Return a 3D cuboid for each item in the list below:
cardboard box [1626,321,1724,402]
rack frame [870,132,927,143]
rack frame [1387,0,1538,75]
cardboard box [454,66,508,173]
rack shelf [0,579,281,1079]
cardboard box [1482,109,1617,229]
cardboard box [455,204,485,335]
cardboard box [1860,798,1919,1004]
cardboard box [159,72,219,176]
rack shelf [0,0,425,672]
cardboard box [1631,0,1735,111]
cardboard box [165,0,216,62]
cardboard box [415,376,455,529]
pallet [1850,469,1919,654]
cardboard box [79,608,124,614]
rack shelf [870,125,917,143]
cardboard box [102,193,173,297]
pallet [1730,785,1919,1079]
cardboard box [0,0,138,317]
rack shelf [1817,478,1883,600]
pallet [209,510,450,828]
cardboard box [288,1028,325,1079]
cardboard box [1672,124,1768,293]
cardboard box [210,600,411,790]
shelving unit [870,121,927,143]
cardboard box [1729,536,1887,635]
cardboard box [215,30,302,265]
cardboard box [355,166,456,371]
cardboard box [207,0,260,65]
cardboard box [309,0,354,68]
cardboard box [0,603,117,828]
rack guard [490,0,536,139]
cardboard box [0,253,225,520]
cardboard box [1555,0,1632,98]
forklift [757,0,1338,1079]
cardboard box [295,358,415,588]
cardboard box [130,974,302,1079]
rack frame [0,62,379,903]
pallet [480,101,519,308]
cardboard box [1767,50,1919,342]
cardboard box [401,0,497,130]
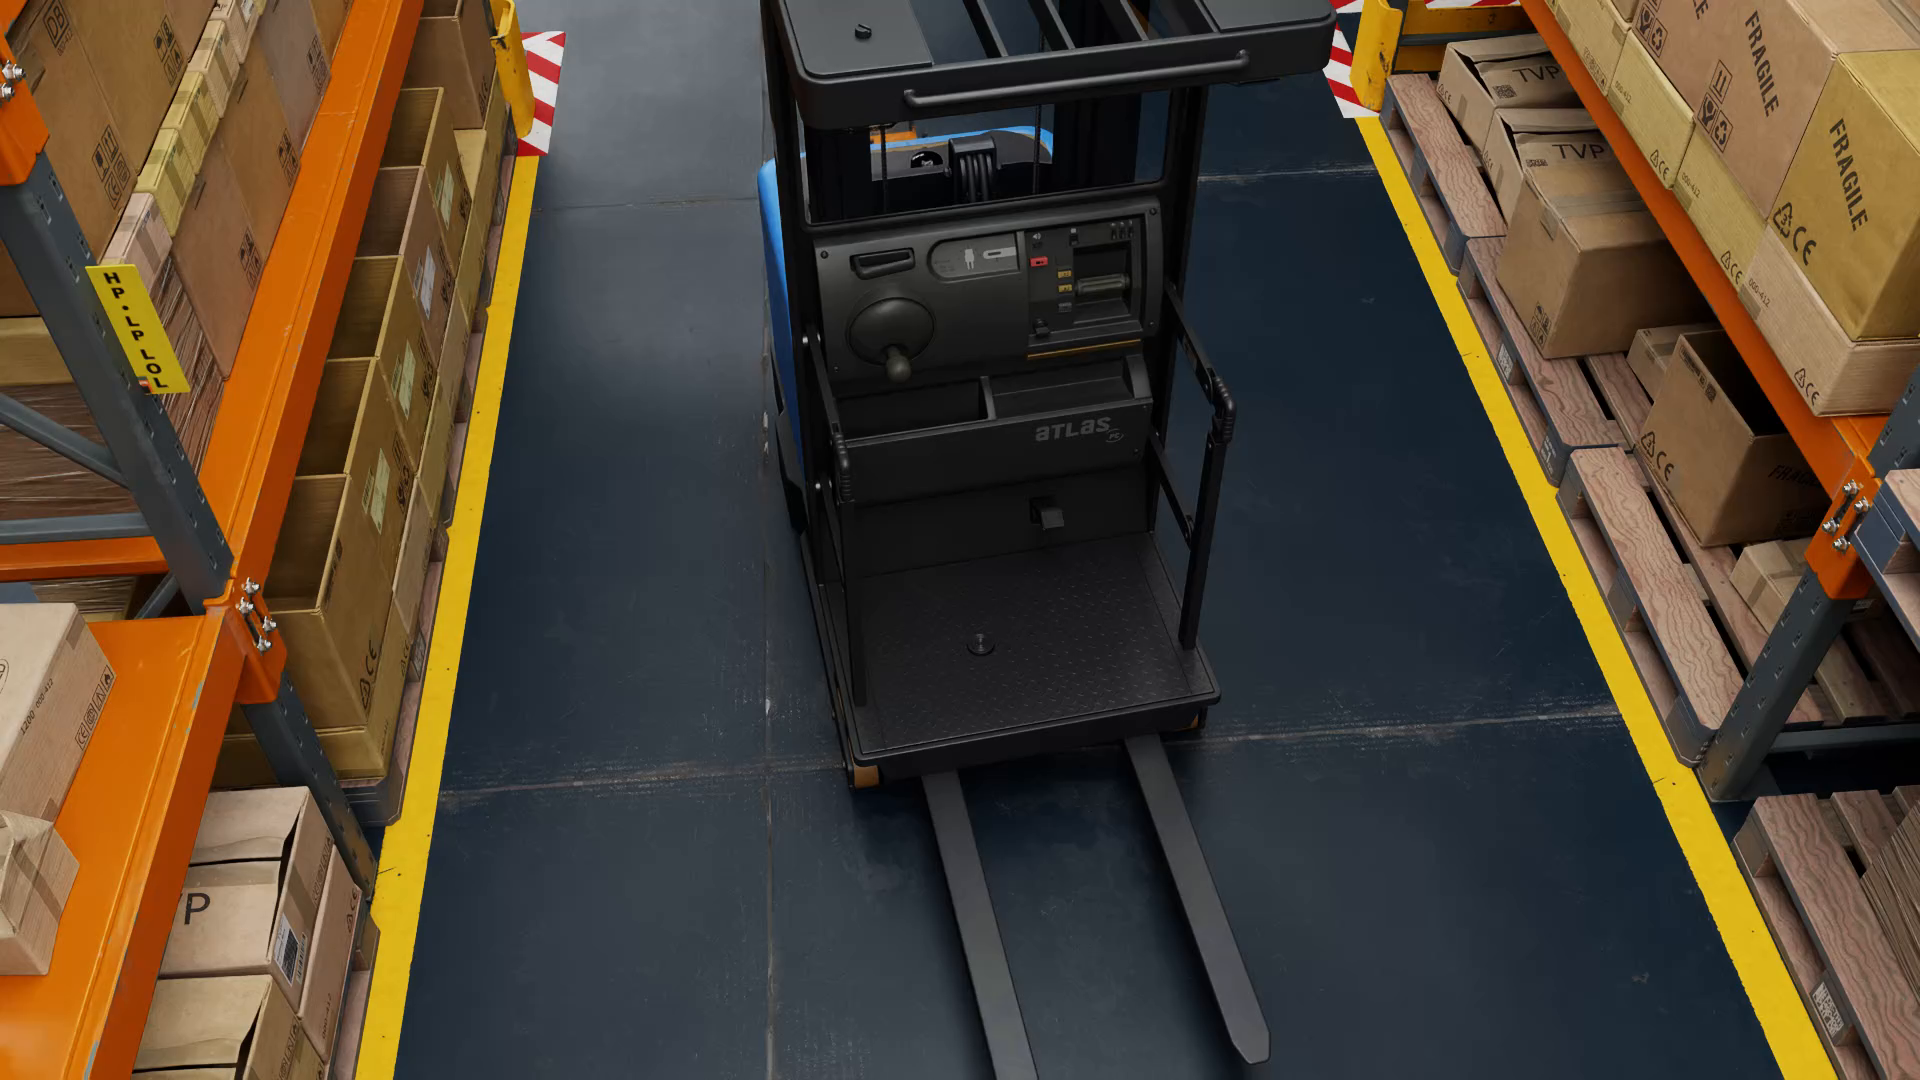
[{"bbox_3d":[2.633,-0.640,5.951,0.380,0.149,0.250,-7,47,-6],"label":"cardboard box"},{"bbox_3d":[-0.209,-0.999,5.973,0.200,1.050,0.008,-9,47,-8],"label":"rack frame"},{"bbox_3d":[2.412,-3.205,6.719,1.000,3.000,0.127,-3,47,-3],"label":"rack frame"},{"bbox_3d":[-2.184,-1.730,6.927,0.500,0.250,0.500,-3,47,-3],"label":"cardboard box"},{"bbox_3d":[-2.022,1.687,2.582,1.077,0.370,4.000,-3,47,-3],"label":"rack shelf"},{"bbox_3d":[2.428,-1.513,6.666,0.500,0.311,0.500,0,47,0],"label":"cardboard box"},{"bbox_3d":[-2.087,-1.007,6.243,0.500,0.250,0.500,-3,47,-3],"label":"cardboard box"},{"bbox_3d":[2.825,0.929,4.223,0.700,0.500,0.500,-2,47,-2],"label":"cardboard box"},{"bbox_3d":[-2.086,-1.029,4.143,0.380,0.149,0.250,-4,47,-4],"label":"cardboard box"},{"bbox_3d":[-2.356,-1.207,5.322,1.077,0.370,4.000,-3,47,-3],"label":"rack shelf"},{"bbox_3d":[2.320,-1.573,4.747,0.500,0.500,0.500,-5,47,-4],"label":"cardboard box"},{"bbox_3d":[-2.317,-1.536,4.177,0.700,0.500,0.500,-4,47,-3],"label":"cardboard box"},{"bbox_3d":[-1.999,-0.284,5.558,0.500,0.250,0.500,-3,47,-3],"label":"cardboard box"},{"bbox_3d":[2.666,0.317,3.516,1.003,0.211,1.213,-3,47,-3],"label":"pallet"},{"bbox_3d":[-2.478,0.109,5.185,0.500,0.250,0.500,-3,47,-3],"label":"cardboard box"},{"bbox_3d":[-0.235,-1.273,5.856,0.215,0.259,0.240,-9,47,-8],"label":"rack shelf"},{"bbox_3d":[-2.040,-0.652,3.786,0.380,0.149,0.250,-3,47,-3],"label":"cardboard box"},{"bbox_3d":[2.814,1.211,4.458,1.003,0.211,1.213,-3,47,-3],"label":"pallet"},{"bbox_3d":[-2.232,-0.808,3.487,0.700,0.500,0.500,-3,47,-3],"label":"cardboard box"},{"bbox_3d":[2.914,1.383,2.869,1.077,0.370,4.000,-3,47,-3],"label":"rack shelf"},{"bbox_3d":[-2.214,0.374,5.251,1.003,0.211,1.213,-3,47,-3],"label":"pallet"},{"bbox_3d":[-1.825,1.442,3.922,0.500,0.250,0.500,-4,47,-4],"label":"cardboard box"},{"bbox_3d":[2.372,-0.951,4.675,0.500,0.250,0.500,-3,47,-3],"label":"cardboard box"},{"bbox_3d":[-1.926,0.440,4.872,0.500,0.250,0.500,-3,47,-3],"label":"cardboard box"},{"bbox_3d":[-0.235,-1.085,6.055,0.215,1.050,0.252,-9,47,-8],"label":"shelving unit"},{"bbox_3d":[2.672,0.127,5.212,0.380,0.166,0.250,-9,47,-8],"label":"cardboard box"},{"bbox_3d":[-2.321,-1.107,4.663,0.700,0.500,0.500,-3,47,-3],"label":"cardboard box"},{"bbox_3d":[-2.043,-0.904,5.628,0.500,0.500,0.500,-3,47,-3],"label":"cardboard box"},{"bbox_3d":[-2.130,-1.403,4.497,0.380,0.149,0.250,-5,47,-4],"label":"cardboard box"},{"bbox_3d":[-2.413,-1.858,5.375,0.700,0.500,0.500,-3,47,-3],"label":"cardboard box"},{"bbox_3d":[-2.104,0.398,3.410,0.500,0.250,0.500,-1,47,-1],"label":"cardboard box"},{"bbox_3d":[-2.526,-2.059,7.356,1.175,0.500,0.348,-3,47,-3],"label":"rack guard"},{"bbox_3d":[-2.232,-0.362,3.958,0.700,0.500,0.500,-5,47,-4],"label":"cardboard box"},{"bbox_3d":[2.271,-1.678,5.363,0.500,0.250,0.500,-3,47,-3],"label":"cardboard box"},{"bbox_3d":[0.134,-0.563,4.265,1.130,2.935,3.031,-9,47,-8],"label":"forklift"},{"bbox_3d":[-1.965,-0.180,4.942,0.500,0.500,0.500,-3,47,-3],"label":"cardboard box"},{"bbox_3d":[-1.820,1.253,3.716,0.500,0.311,0.500,-2,47,-2],"label":"cardboard box"},{"bbox_3d":[-2.189,-0.007,3.691,1.000,3.000,0.127,-3,47,-3],"label":"rack frame"},{"bbox_3d":[-2.418,-1.392,6.922,1.003,0.211,1.213,-3,47,-3],"label":"pallet"},{"bbox_3d":[2.399,-0.847,4.060,0.500,0.500,0.500,-4,47,-3],"label":"cardboard box"},{"bbox_3d":[-2.182,-1.988,6.655,0.500,0.500,0.500,-3,47,-3],"label":"cardboard box"}]
